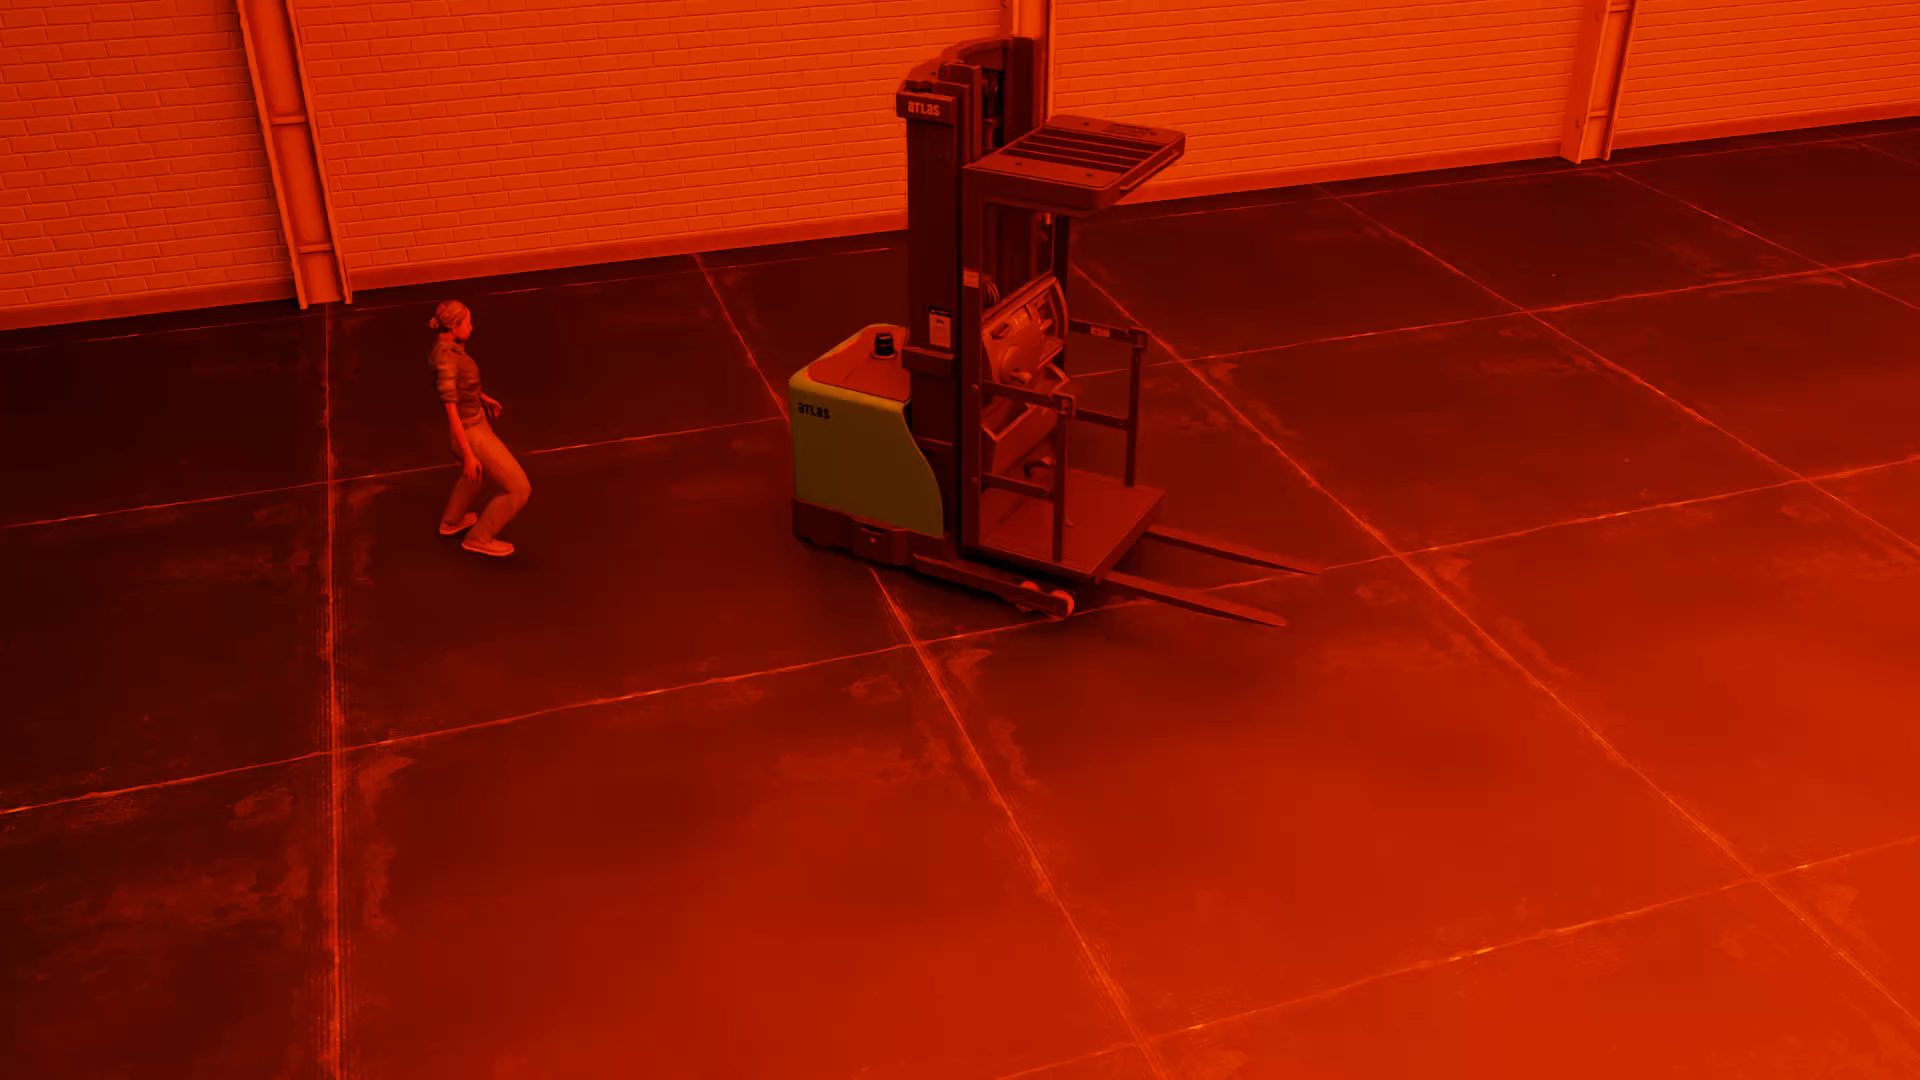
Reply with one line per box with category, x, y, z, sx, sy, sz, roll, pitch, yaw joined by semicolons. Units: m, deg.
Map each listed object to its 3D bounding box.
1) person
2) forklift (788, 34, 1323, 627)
person;-2.821;-0.638;9.607;0.581;1.556;0.850;-8;31;-13
forklift;0.540;-1.127;9.046;3.031;2.935;1.130;15;33;24
